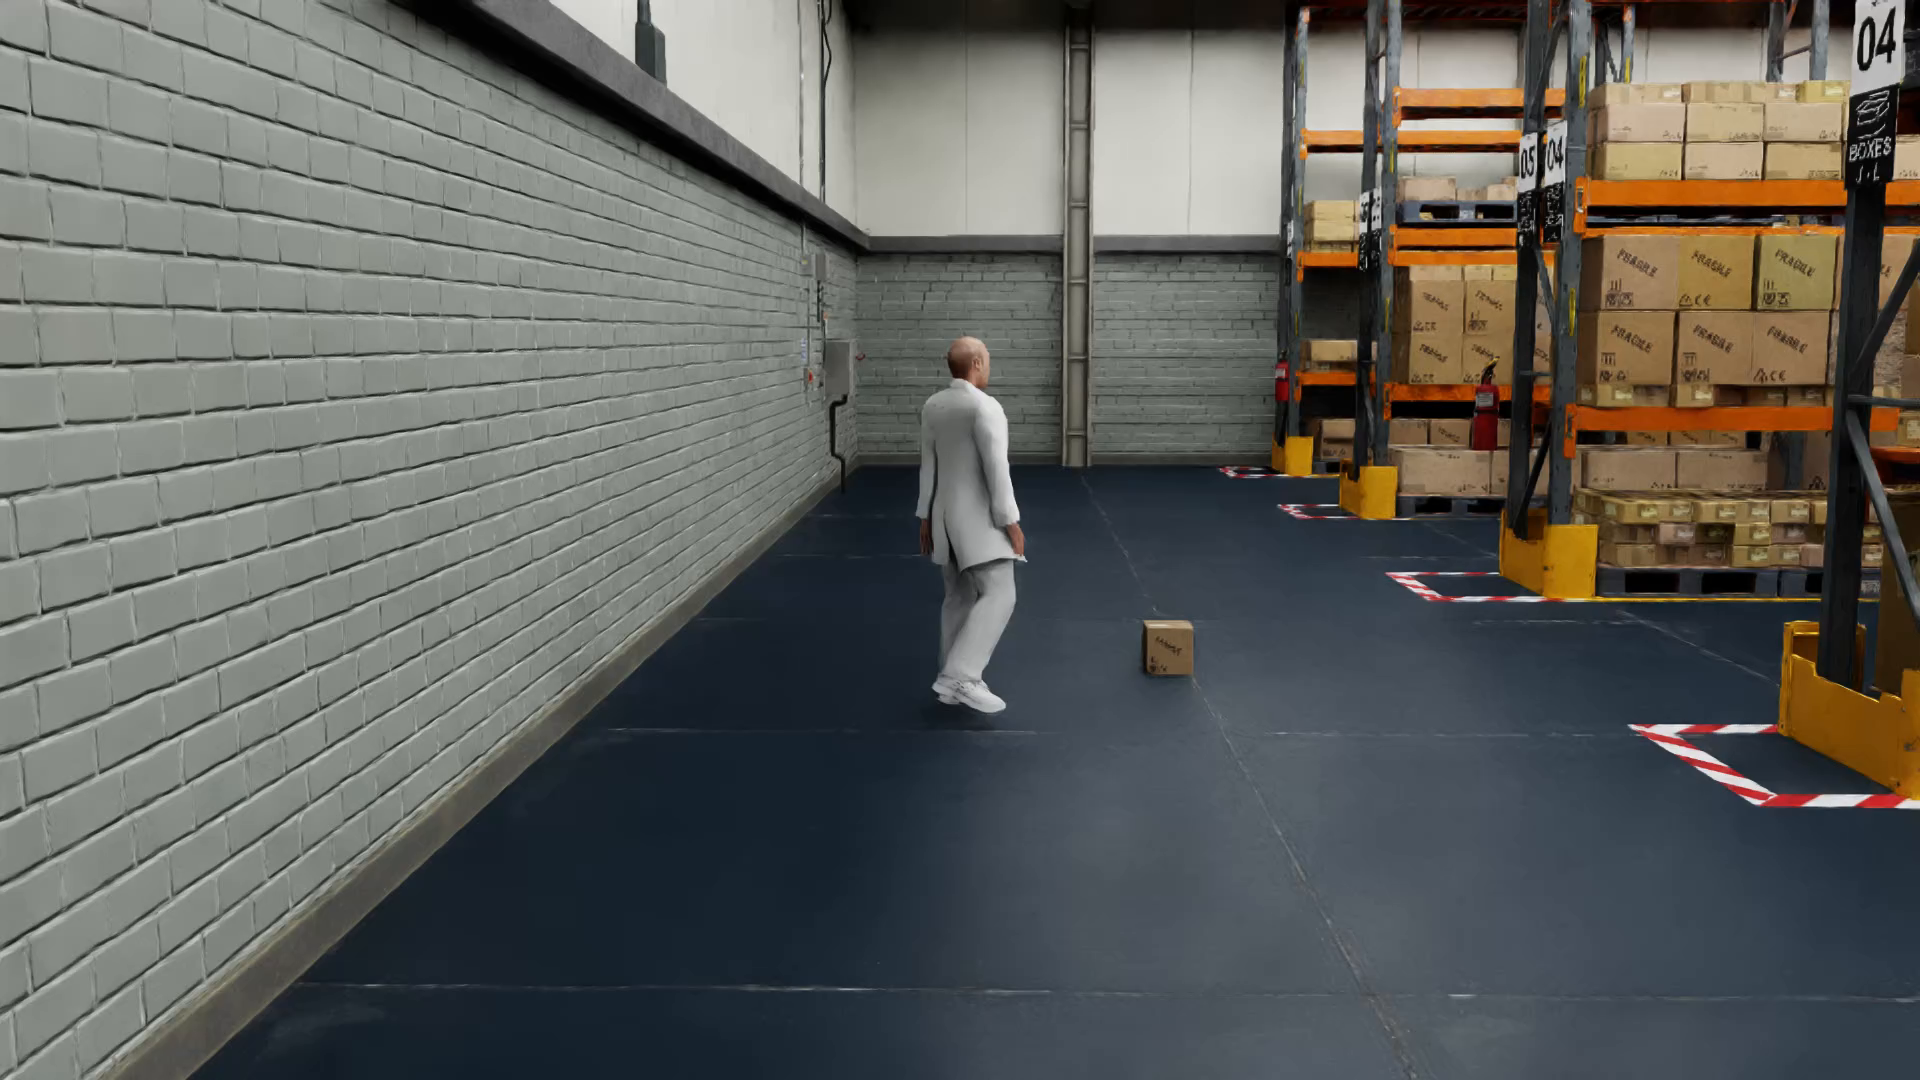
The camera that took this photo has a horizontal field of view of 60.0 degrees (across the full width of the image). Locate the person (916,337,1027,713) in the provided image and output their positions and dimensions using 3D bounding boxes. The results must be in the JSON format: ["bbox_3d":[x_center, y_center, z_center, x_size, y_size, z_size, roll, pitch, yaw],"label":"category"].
[{"bbox_3d":[0.040,-0.073,7.893,0.550,1.771,0.788,-5,8,-34],"label":"person"}]
